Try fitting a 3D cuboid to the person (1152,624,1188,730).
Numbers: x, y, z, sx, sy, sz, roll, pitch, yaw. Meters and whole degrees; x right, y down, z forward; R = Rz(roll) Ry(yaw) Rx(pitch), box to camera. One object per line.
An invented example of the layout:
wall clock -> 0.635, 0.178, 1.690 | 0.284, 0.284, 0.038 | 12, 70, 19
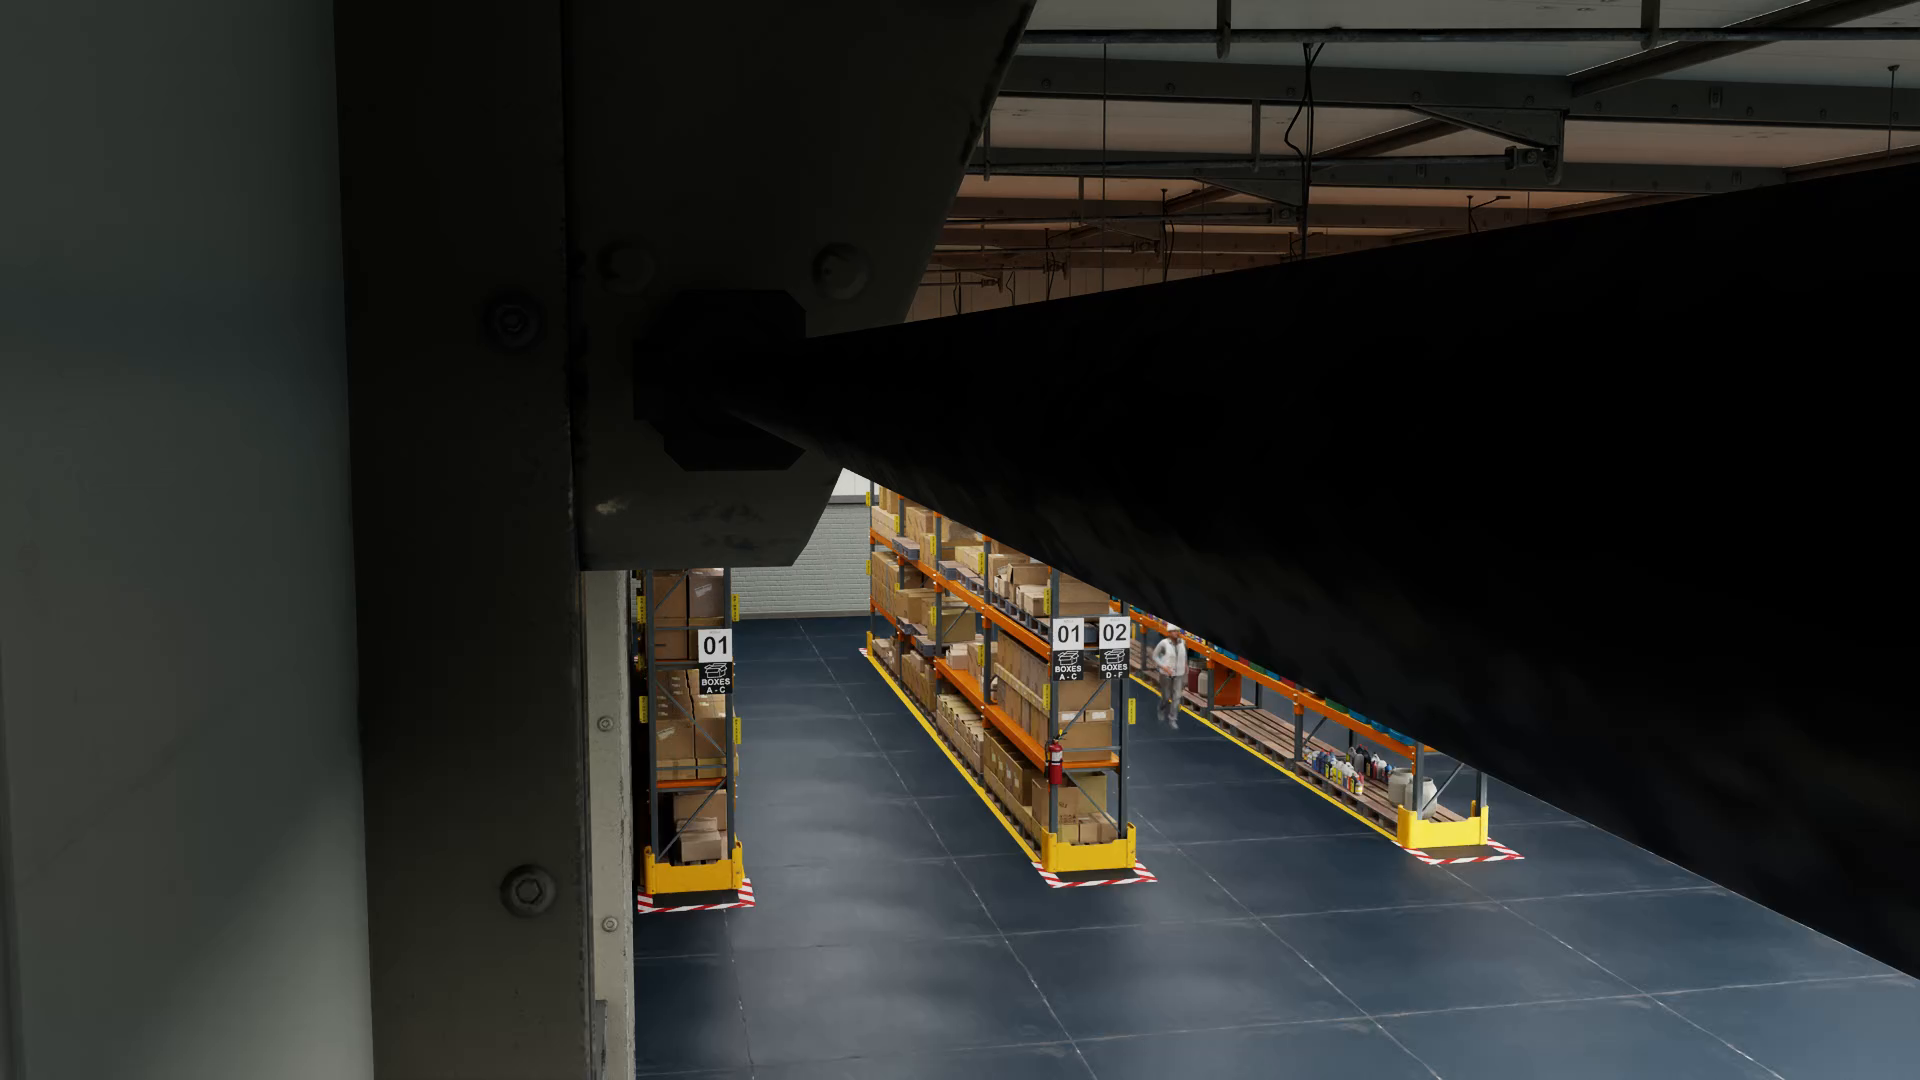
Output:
person -> 3.569, 2.259, 28.042 | 0.684, 1.766, 0.811 | -2, 6, -16
